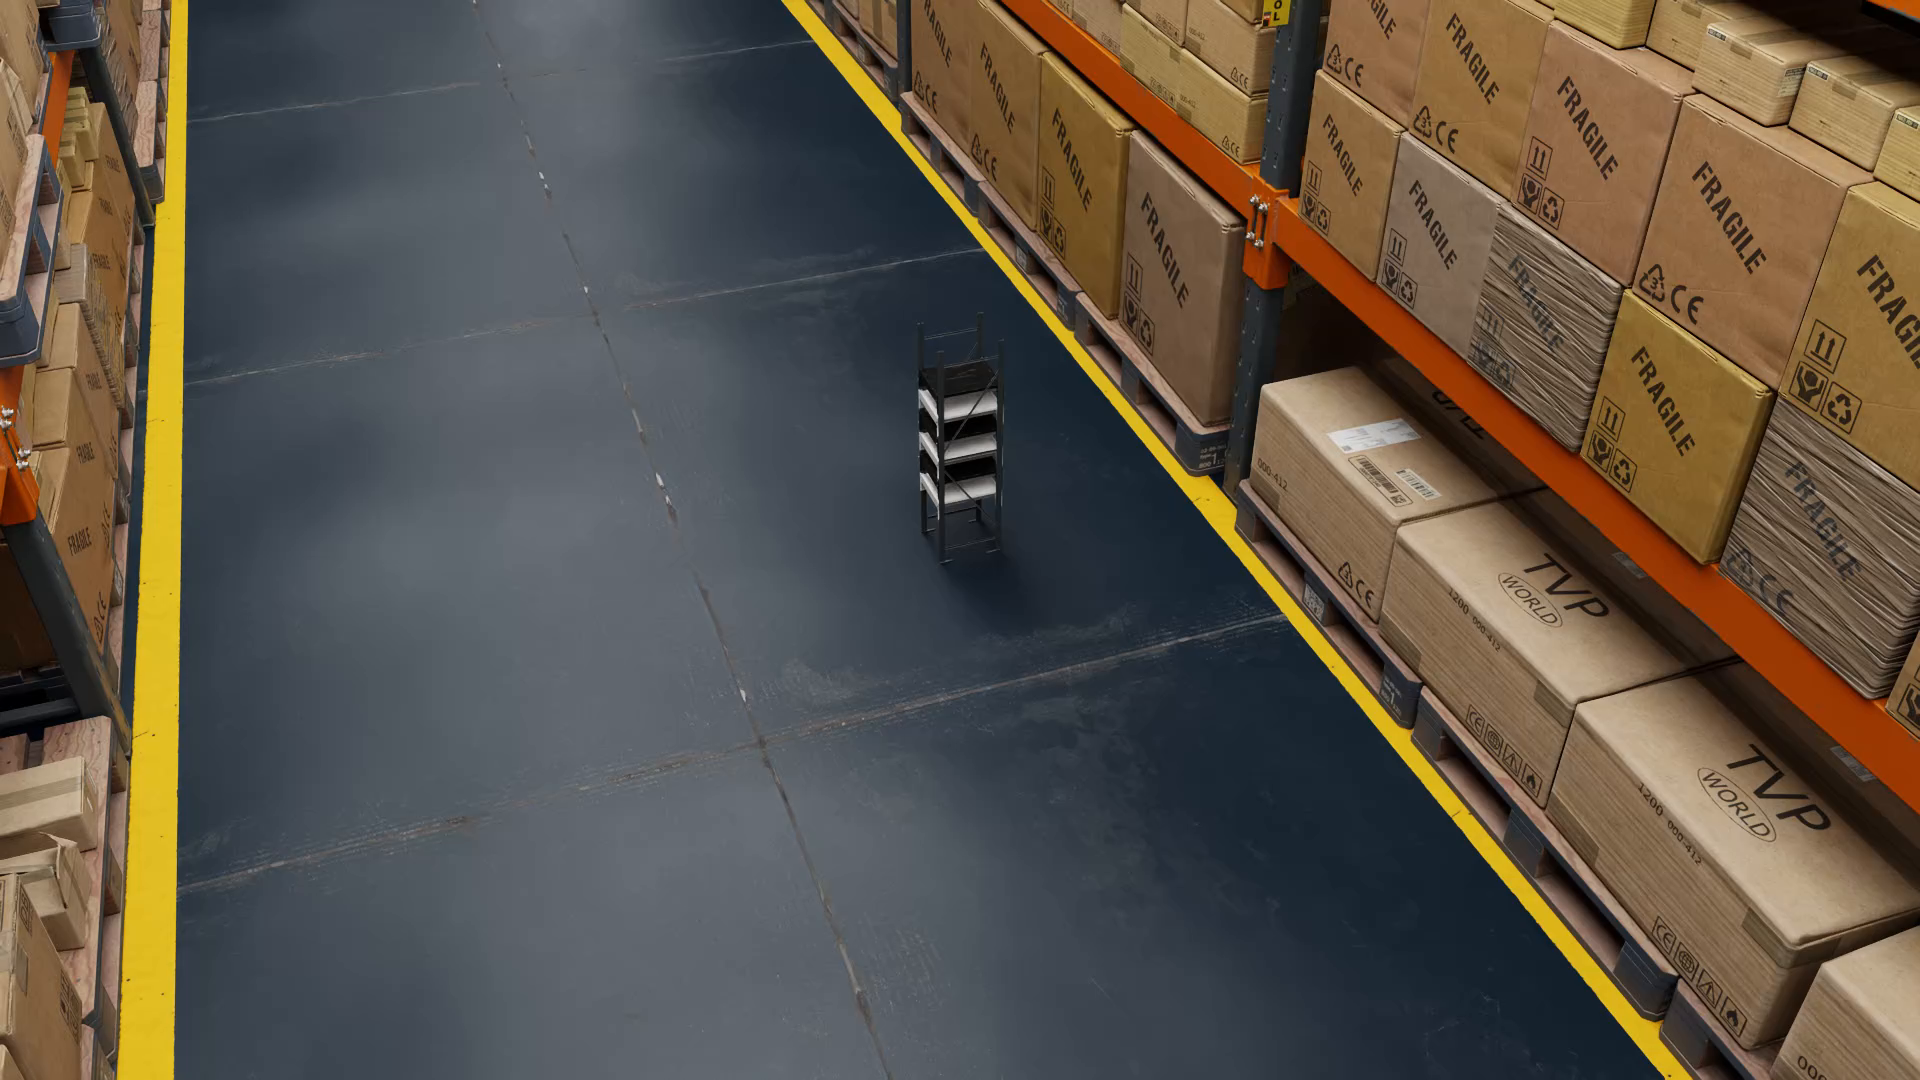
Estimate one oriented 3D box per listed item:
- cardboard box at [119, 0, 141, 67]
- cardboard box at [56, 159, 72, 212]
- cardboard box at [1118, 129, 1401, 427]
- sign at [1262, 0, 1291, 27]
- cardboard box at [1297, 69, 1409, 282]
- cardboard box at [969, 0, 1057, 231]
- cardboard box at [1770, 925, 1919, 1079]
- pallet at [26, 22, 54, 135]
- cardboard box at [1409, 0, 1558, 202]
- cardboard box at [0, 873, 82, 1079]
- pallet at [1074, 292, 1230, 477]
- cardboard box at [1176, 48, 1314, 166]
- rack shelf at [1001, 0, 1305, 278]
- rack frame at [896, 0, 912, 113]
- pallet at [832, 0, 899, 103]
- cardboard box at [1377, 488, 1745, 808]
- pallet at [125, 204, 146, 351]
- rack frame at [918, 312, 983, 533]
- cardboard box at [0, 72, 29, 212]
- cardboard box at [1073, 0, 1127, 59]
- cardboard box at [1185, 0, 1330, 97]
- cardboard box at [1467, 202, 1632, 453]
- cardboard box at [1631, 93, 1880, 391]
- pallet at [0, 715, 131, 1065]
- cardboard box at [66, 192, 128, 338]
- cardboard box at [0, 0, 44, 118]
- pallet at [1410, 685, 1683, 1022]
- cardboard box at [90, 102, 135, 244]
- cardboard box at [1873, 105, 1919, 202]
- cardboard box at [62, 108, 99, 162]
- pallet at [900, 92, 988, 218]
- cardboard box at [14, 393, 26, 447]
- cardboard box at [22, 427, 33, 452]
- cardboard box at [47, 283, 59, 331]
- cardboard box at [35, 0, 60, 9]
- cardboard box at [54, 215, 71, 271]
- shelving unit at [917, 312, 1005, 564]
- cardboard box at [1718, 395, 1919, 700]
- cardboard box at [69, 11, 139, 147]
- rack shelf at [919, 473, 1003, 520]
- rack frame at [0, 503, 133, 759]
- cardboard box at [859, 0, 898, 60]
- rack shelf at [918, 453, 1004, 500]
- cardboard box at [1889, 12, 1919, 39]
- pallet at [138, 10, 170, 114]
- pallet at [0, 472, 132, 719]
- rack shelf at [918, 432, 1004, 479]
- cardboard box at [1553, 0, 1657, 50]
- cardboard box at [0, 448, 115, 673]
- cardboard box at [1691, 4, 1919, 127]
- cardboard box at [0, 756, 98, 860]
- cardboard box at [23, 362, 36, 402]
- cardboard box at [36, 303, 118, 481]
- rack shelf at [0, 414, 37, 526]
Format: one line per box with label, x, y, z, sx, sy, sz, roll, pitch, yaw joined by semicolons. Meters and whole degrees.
cardboard box;-5.186;-3.014;9.383;0.875;0.625;0.625;-14;39;-18
cardboard box;-3.892;-1.429;6.844;0.380;0.149;0.250;-11;38;-15
cardboard box;1.227;-1.115;6.654;0.875;0.875;0.875;-11;38;-15
sign;1.009;-1.775;5.217;0.100;0.325;0.005;-12;39;-16
cardboard box;1.431;-1.183;5.244;0.500;0.500;0.500;-11;38;-14
cardboard box;0.602;-2.128;8.000;0.875;0.875;0.875;-12;39;-15
cardboard box;2.571;1.301;3.810;0.875;0.438;0.875;-14;39;-17
pallet;-3.847;-1.517;5.931;1.003;0.211;1.213;-12;39;-16
cardboard box;1.620;-1.295;4.563;0.500;0.500;0.500;-13;39;-17
cardboard box;-2.504;1.216;3.871;0.700;0.500;0.500;-14;39;-18
pallet;1.179;-0.768;7.095;1.003;0.211;1.213;-12;39;-16
cardboard box;1.124;-1.603;6.010;0.500;0.250;0.500;-13;39;-17
rack shelf;0.827;-2.304;7.414;1.077;0.370;4.000;-12;39;-16
rack frame;0.139;-3.722;8.698;1.000;3.000;0.127;-12;39;-16
pallet;-0.129;-3.049;10.123;1.003;0.211;1.213;-12;39;-16
cardboard box;1.939;0.276;5.171;0.875;0.438;0.875;-14;39;-17
pallet;-4.299;-1.148;7.599;1.003;0.211;1.213;-12;39;-16
rack frame;-0.032;-0.412;6.049;0.240;0.900;0.006;-12;39;-16
cardboard box;-3.279;-1.252;4.987;0.700;0.500;0.500;-12;39;-15
cardboard box;0.794;-2.180;6.776;0.500;0.250;0.500;-13;39;-17
cardboard box;1.135;-1.800;5.856;0.500;0.250;0.500;-12;39;-16
cardboard box;1.765;-0.615;4.490;0.500;0.500;0.500;-12;39;-16
cardboard box;1.957;-0.718;3.796;0.500;0.500;0.500;-13;39;-16
pallet;-2.908;1.070;4.654;1.003;0.211;1.213;-12;39;-16
cardboard box;-3.828;-1.087;6.928;0.500;0.500;0.500;-11;38;-14
cardboard box;-3.549;-1.695;5.575;0.700;0.500;0.500;-13;39;-16
pallet;2.127;0.788;5.028;1.003;0.211;1.213;-12;39;-16
cardboard box;-4.173;-1.667;7.698;0.500;0.500;0.500;-11;38;-15
cardboard box;2.090;-0.771;3.328;0.380;0.149;0.250;-12;38;-15
cardboard box;-3.990;-1.746;7.264;0.380;0.149;0.250;-14;39;-18
pallet;0.339;-2.147;8.925;1.003;0.211;1.213;-12;39;-16
cardboard box;-3.152;-0.374;5.195;0.380;0.149;0.250;-14;39;-18
cardboard box;-3.185;-0.259;5.290;0.380;0.149;0.250;-13;39;-17
cardboard box;-3.526;-0.843;6.065;0.380;0.149;0.250;-11;38;-14
cardboard box;-3.853;-2.271;6.547;0.500;0.250;0.500;-14;39;-18
cardboard box;-3.683;-1.139;6.458;0.380;0.149;0.250;-14;39;-18
shelving unit;0.003;-0.355;5.973;0.258;0.900;0.210;-12;39;-16
cardboard box;2.133;-0.035;3.720;0.500;0.500;0.500;-11;38;-15
cardboard box;-4.722;-2.266;8.390;0.875;0.625;0.625;-11;38;-15
rack shelf;0.003;-0.184;6.102;0.258;0.077;0.200;-12;39;-16
rack frame;-3.144;-0.432;4.331;1.000;3.000;0.127;-12;39;-16
cardboard box;-0.046;-3.161;9.788;0.950;0.372;0.625;-15;40;-19
rack shelf;0.003;-0.256;6.047;0.258;0.077;0.200;-12;39;-16
cardboard box;2.399;-1.181;3.872;0.380;0.149;0.250;-12;39;-16
pallet;-5.183;-2.739;9.711;1.003;0.211;1.213;-12;39;-16
pallet;-3.459;0.230;5.769;1.003;0.211;1.213;-12;39;-16
rack shelf;0.003;-0.328;5.993;0.258;0.077;0.200;-12;39;-16
cardboard box;1.703;-1.342;4.085;0.380;0.149;0.250;-14;39;-17
cardboard box;-3.099;0.079;5.381;0.500;0.500;0.500;-11;38;-14
cardboard box;1.887;-1.064;3.716;0.380;0.149;0.250;-12;39;-16
cardboard box;-2.676;0.793;4.725;0.380;0.149;0.250;-14;39;-17
cardboard box;-3.391;-0.553;5.681;0.380;0.149;0.250;-13;39;-17
cardboard box;-3.459;-0.503;6.153;0.500;0.500;0.500;-14;39;-17
rack shelf;-2.456;0.985;3.047;1.077;0.370;4.000;-12;39;-16
